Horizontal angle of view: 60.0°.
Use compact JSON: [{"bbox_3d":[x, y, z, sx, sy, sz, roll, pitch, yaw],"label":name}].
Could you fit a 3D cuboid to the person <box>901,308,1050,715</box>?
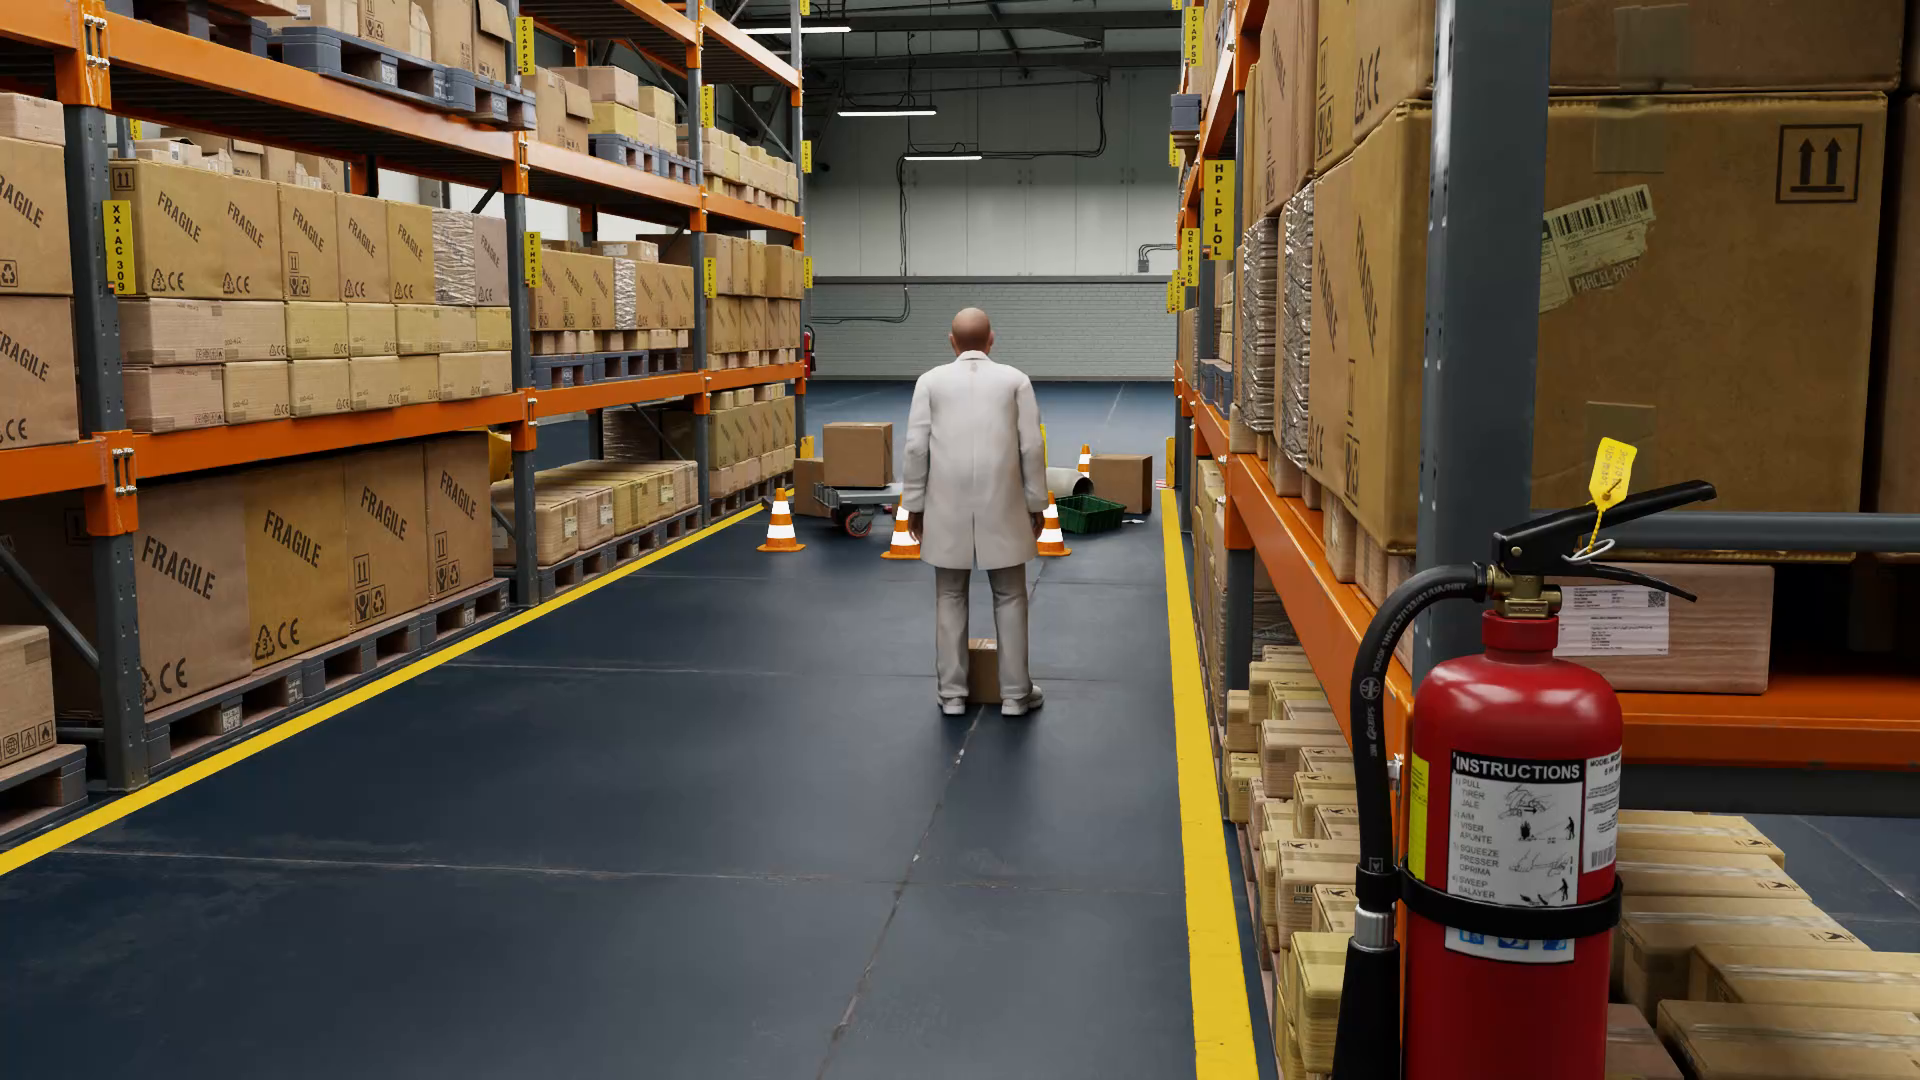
[{"bbox_3d":[0.066,-0.126,7.307,0.654,1.775,0.420,1,7,4],"label":"person"}]
